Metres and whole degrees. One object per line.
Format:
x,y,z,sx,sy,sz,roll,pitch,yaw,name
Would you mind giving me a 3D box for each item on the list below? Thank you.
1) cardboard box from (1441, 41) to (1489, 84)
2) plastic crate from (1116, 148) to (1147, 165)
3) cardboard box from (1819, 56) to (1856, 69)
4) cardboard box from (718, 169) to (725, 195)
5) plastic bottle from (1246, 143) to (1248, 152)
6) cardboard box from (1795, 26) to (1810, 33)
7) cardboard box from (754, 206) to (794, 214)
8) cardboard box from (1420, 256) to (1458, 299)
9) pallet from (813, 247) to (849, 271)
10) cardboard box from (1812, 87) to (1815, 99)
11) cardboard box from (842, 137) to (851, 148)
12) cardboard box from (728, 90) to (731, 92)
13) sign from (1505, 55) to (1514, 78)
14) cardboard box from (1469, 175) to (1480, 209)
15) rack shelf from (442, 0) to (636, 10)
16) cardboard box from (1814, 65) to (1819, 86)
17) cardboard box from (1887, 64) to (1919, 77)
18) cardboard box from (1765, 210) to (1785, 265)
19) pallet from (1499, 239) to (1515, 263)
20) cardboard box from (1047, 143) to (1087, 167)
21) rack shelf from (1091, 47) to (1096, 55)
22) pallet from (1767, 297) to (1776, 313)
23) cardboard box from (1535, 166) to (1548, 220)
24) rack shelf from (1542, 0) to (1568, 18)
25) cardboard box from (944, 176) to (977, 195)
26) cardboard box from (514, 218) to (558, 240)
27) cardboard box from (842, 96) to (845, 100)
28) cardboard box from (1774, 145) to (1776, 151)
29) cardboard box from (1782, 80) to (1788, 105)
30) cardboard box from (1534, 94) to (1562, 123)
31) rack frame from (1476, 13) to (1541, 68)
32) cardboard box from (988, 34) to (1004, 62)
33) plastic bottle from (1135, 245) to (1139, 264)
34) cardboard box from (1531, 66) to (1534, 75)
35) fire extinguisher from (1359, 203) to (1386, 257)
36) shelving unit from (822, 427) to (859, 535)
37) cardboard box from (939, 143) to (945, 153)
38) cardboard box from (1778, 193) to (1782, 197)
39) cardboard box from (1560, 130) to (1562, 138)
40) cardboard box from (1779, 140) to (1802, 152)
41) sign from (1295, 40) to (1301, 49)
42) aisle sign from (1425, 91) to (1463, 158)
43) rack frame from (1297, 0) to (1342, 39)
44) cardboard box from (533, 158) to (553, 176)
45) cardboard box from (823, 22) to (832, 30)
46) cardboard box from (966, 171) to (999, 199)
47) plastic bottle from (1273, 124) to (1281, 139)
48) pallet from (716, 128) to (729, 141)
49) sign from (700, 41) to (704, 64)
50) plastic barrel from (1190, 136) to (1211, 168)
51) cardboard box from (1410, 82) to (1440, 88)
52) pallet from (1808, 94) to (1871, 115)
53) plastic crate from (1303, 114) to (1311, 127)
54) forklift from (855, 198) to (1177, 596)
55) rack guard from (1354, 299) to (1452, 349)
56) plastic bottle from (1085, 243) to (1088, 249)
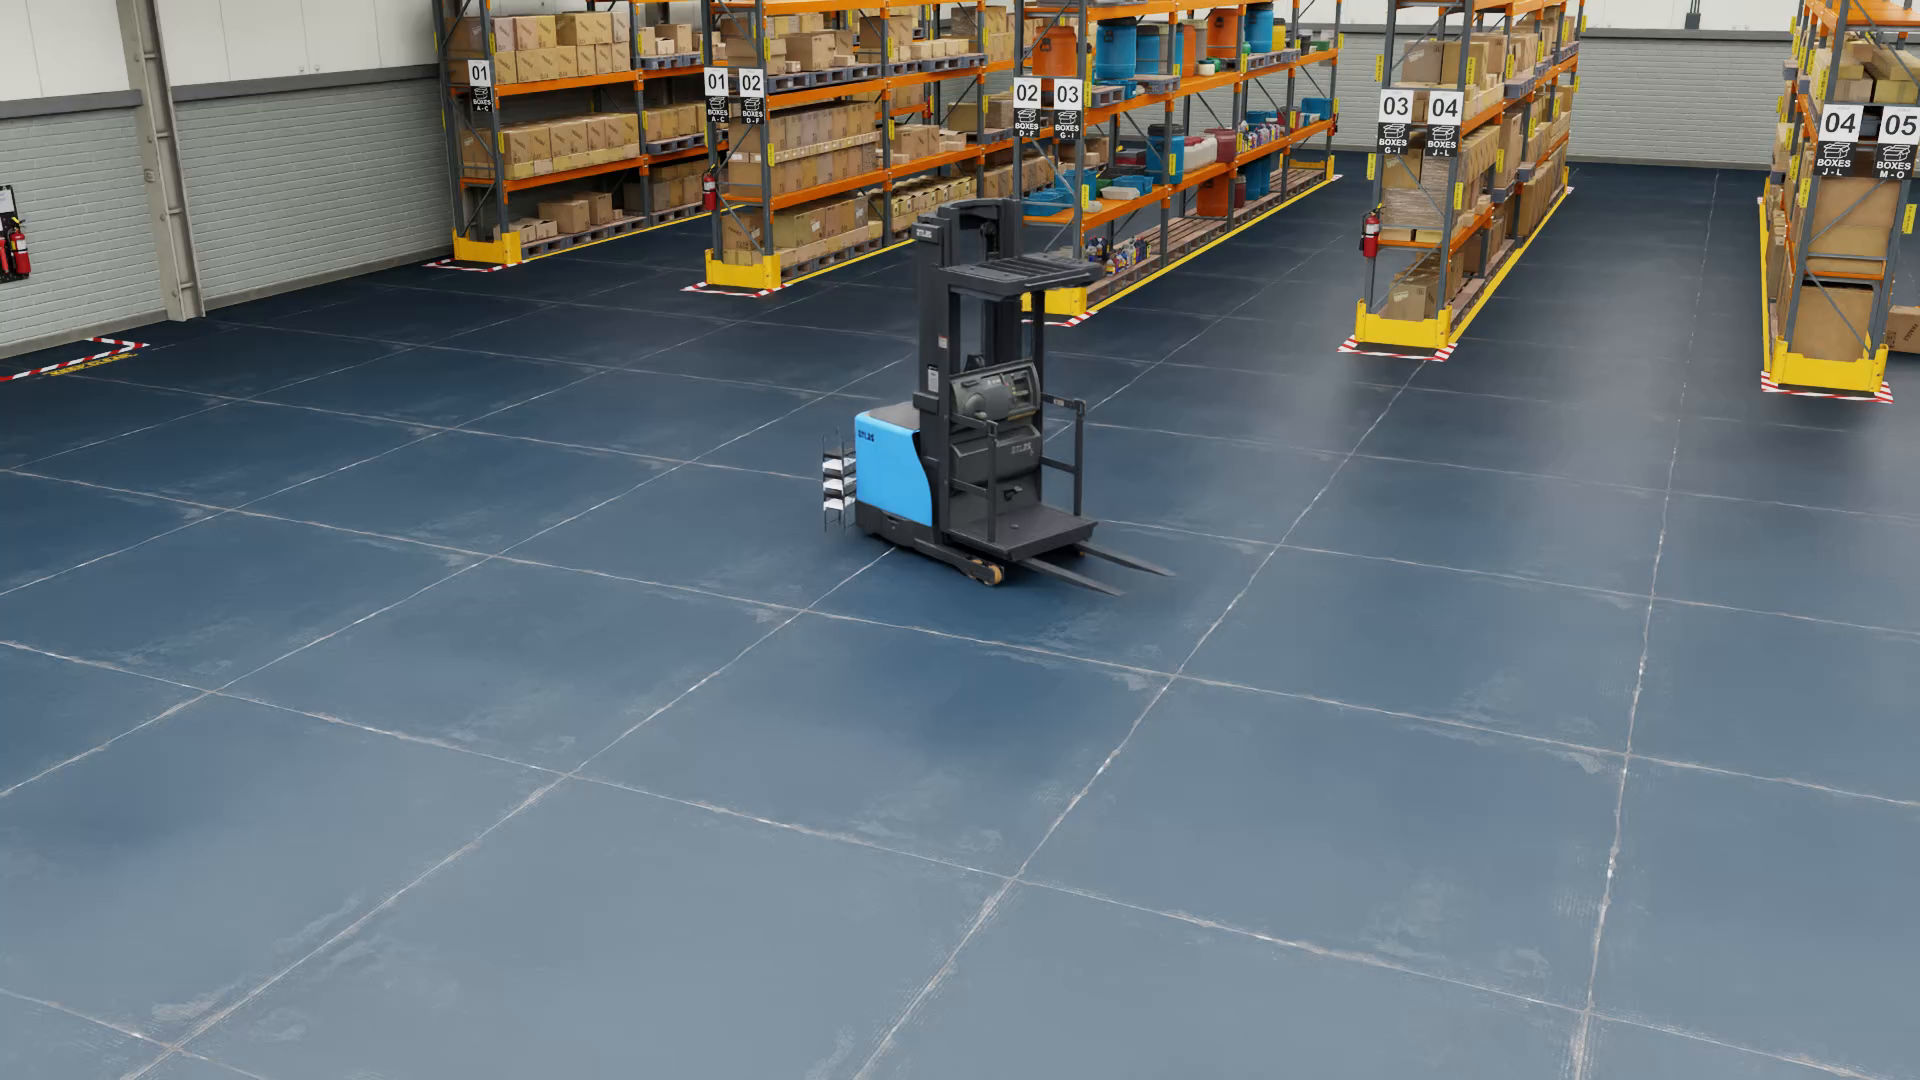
6.589,-6.226,21.684,0.500,0.500,0.500,8,21,22,cardboard box
2.773,-6.096,27.037,0.402,0.464,0.583,9,21,23,plastic crate
10.671,-5.793,20.214,0.380,0.149,0.250,9,21,23,cardboard box
-5.111,-7.119,33.083,0.700,0.500,0.500,9,21,23,cardboard box
5.280,-7.307,30.834,0.097,0.201,0.097,0,20,0,plastic bottle
16.131,-9.703,31.681,0.380,0.149,0.250,9,21,23,cardboard box
-2.958,-5.102,26.696,0.500,0.500,0.500,9,21,23,cardboard box
6.762,-3.723,23.564,0.500,0.500,0.500,7,21,18,cardboard box
-2.526,-4.631,27.176,1.003,0.211,1.213,9,21,23,pallet
10.877,-5.570,20.777,0.380,0.149,0.250,9,21,23,cardboard box
-1.998,-6.486,27.112,0.380,0.149,0.250,8,21,22,cardboard box
-4.661,-8.908,33.267,0.380,0.149,0.250,6,20,16,cardboard box
7.870,-6.781,23.811,0.100,0.325,0.005,9,21,23,sign
6.782,-4.940,23.288,0.875,0.500,0.500,9,21,23,cardboard box
-7.004,-9.110,27.733,1.077,0.370,4.000,9,21,23,rack shelf
10.989,-5.793,20.807,0.500,0.250,0.500,8,21,22,cardboard box
10.749,-5.312,18.862,0.380,0.149,0.250,9,21,23,cardboard box
13.162,-4.671,25.859,1.050,0.750,0.750,8,21,22,cardboard box
8.689,-4.866,27.837,1.003,0.211,1.213,9,21,23,pallet
2.377,-8.608,37.266,0.797,0.503,0.637,9,21,23,cardboard box
2.431,-10.688,36.642,1.077,0.370,4.000,9,21,23,rack shelf
12.103,-3.417,23.762,1.003,0.211,1.213,9,21,23,pallet
10.039,-6.367,30.439,1.225,0.875,0.875,8,21,21,cardboard box
9.829,-9.329,28.943,1.077,0.370,4.000,9,21,23,rack shelf
-0.016,-6.752,31.618,0.500,0.311,0.500,9,22,24,cardboard box
-7.224,-5.326,28.325,0.500,0.311,0.500,11,22,27,cardboard box
-2.868,-9.702,36.649,0.500,0.500,0.500,8,21,22,cardboard box
14.233,-6.714,28.620,0.380,0.149,0.250,9,21,23,cardboard box
16.344,-8.710,32.400,0.500,0.500,0.500,8,21,22,cardboard box
11.286,-8.325,32.062,0.500,0.500,0.500,9,21,23,cardboard box
9.010,-9.245,27.036,1.000,3.000,0.127,9,21,23,rack frame
0.331,-9.534,32.173,0.910,0.500,0.500,9,21,23,cardboard box
2.746,-4.453,25.909,0.061,0.283,0.133,10,22,26,plastic bottle
9.039,-7.582,27.060,0.500,0.250,0.500,9,21,23,cardboard box
5.267,-3.965,21.257,0.296,0.674,0.183,9,21,23,fire extinguisher
-1.044,-0.516,14.575,0.210,0.900,0.258,11,22,28,shelving unit
-0.497,-7.263,30.791,0.380,0.149,0.250,10,22,27,cardboard box
13.954,-5.635,27.822,0.500,0.250,0.500,9,22,24,cardboard box
11.815,-8.125,33.213,0.380,0.149,0.250,9,21,24,cardboard box
13.276,-6.280,26.511,0.380,0.149,0.250,8,21,21,cardboard box
6.631,-9.663,32.672,0.100,0.325,0.005,9,21,23,sign
5.983,-5.138,20.560,0.394,0.787,0.004,9,21,23,aisle sign
7.768,-12.371,35.823,1.000,3.000,0.127,9,21,23,rack frame
-7.134,-6.217,27.668,0.500,0.250,0.500,8,21,21,cardboard box
-2.842,-11.510,37.327,0.500,0.250,0.500,9,21,23,cardboard box
0.421,-6.909,32.493,0.500,0.500,0.500,10,22,25,cardboard box
6.263,-8.098,32.948,0.152,0.276,0.135,9,21,23,plastic bottle
-4.741,-8.135,33.153,1.213,0.211,1.003,9,21,23,pallet
-3.791,-7.206,24.573,0.100,0.325,0.005,9,21,23,sign
4.093,-6.679,28.605,0.421,0.512,0.421,0,20,0,plastic barrel
6.085,-5.932,21.825,0.380,0.149,0.250,9,21,23,cardboard box
11.511,-5.607,21.415,1.003,0.211,1.213,9,21,23,pallet
7.161,-8.830,34.982,0.416,0.233,0.300,9,21,23,plastic crate
0.440,-1.202,13.474,1.130,2.935,3.031,-17,26,-39,forklift
5.765,-2.819,21.649,1.175,0.500,0.348,9,21,23,rack guard
1.962,-4.511,26.073,0.061,0.283,0.133,10,22,25,plastic bottle
